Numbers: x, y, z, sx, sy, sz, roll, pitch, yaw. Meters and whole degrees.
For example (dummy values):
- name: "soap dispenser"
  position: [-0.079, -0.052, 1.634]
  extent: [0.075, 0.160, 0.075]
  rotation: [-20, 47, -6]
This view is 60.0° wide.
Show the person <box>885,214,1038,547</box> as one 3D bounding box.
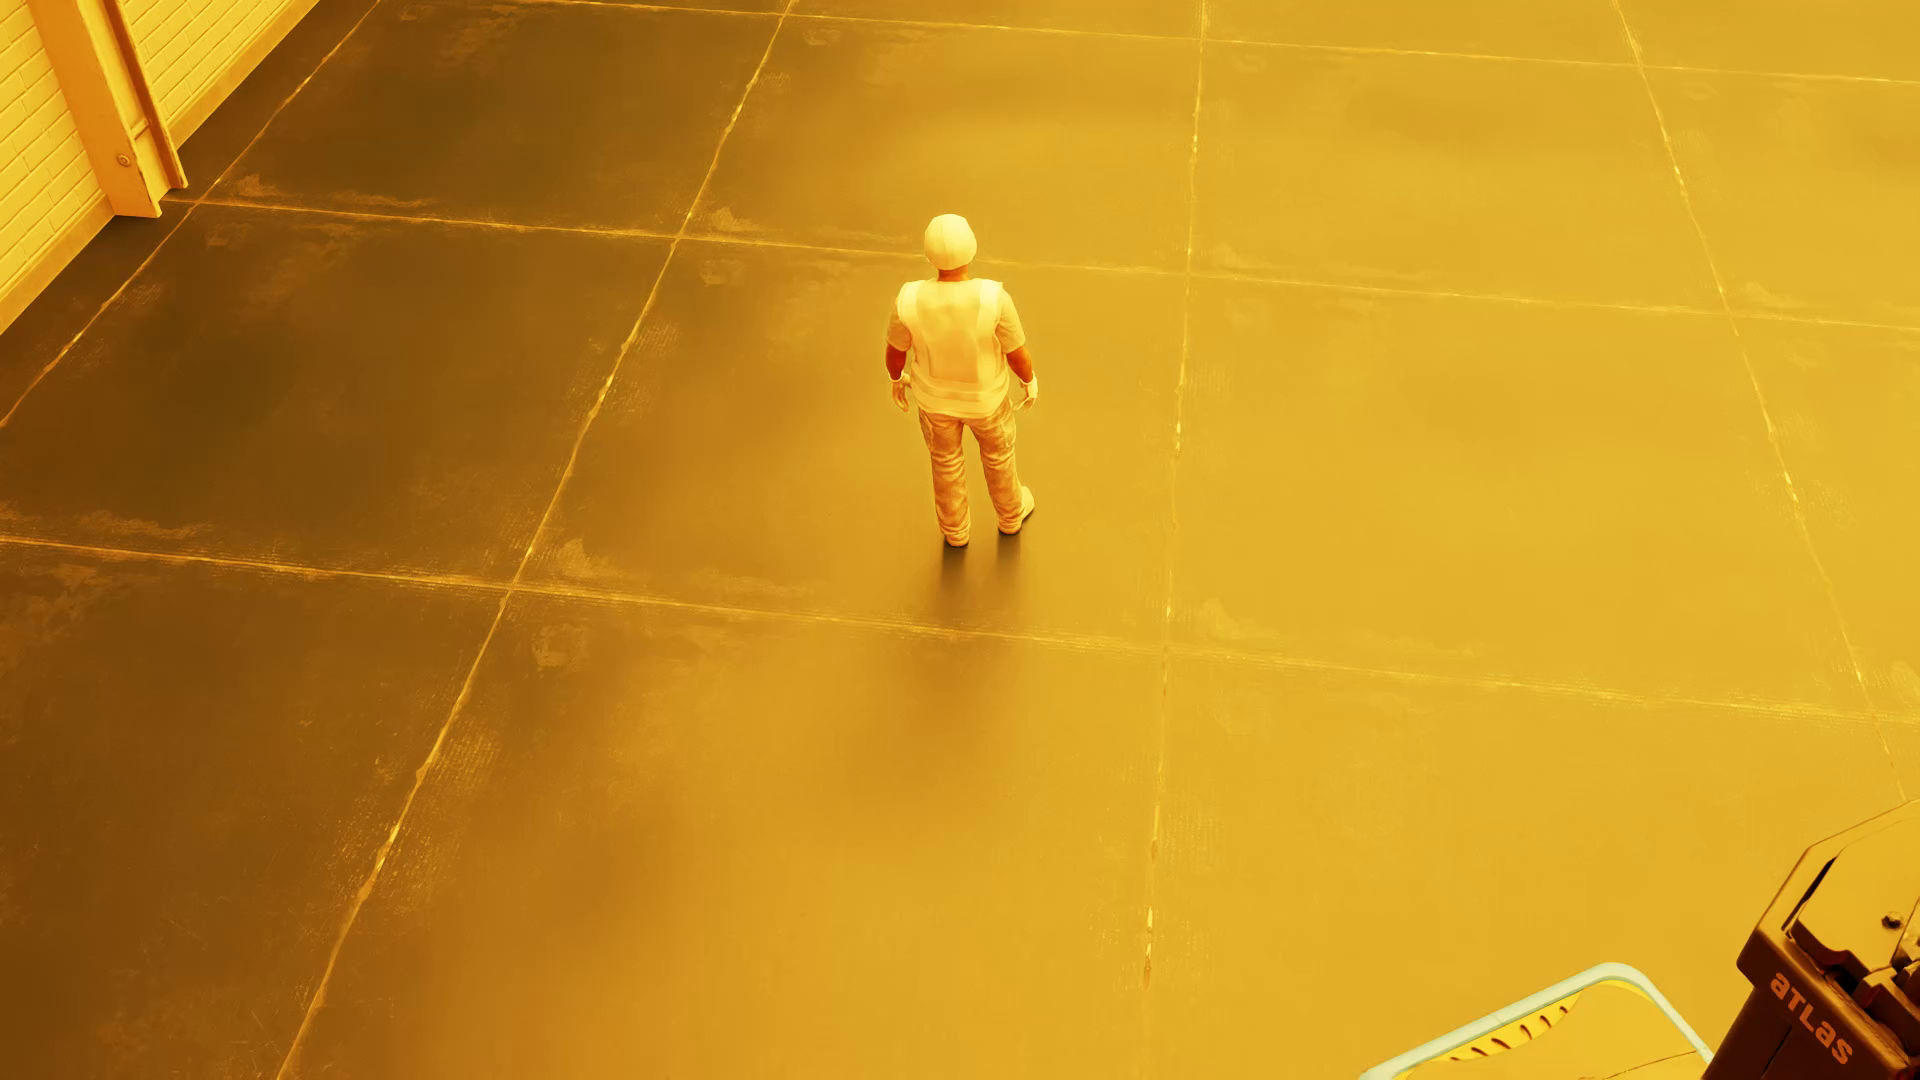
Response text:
- name: "person"
  position: [0.019, -0.709, 7.334]
  extent: [0.656, 1.782, 0.577]
  rotation: [5, 43, 6]

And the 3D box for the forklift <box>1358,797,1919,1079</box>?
- name: "forklift"
  position: [2.161, 1.994, 3.554]
  extent: [1.130, 2.935, 3.031]
  rotation: [-17, 45, -18]
